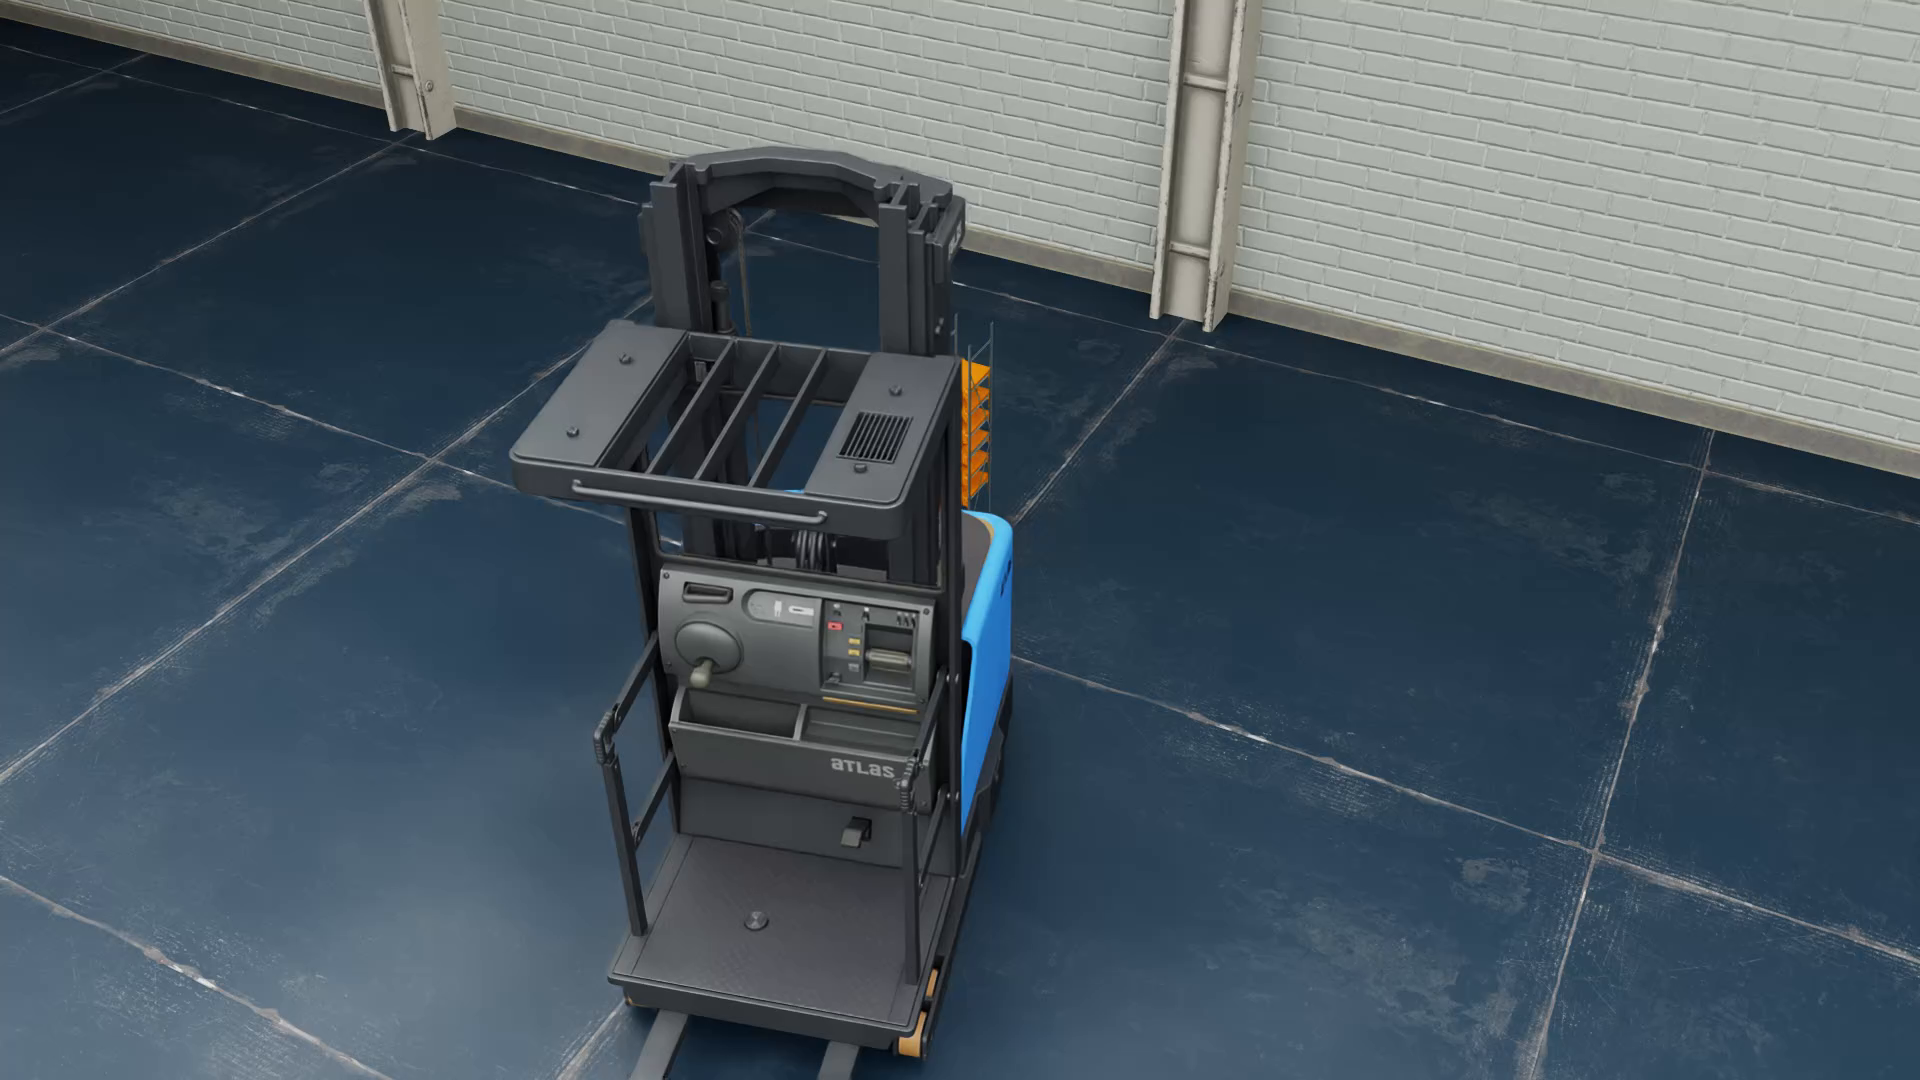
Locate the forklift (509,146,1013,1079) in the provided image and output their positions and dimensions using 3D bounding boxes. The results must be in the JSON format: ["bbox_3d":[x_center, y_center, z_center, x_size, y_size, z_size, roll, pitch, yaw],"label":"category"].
[{"bbox_3d":[-0.587,0.398,5.301,1.130,2.935,3.031,7,38,10],"label":"forklift"}]

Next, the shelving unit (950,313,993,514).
[{"bbox_3d":[0.013,-0.474,7.882,0.189,1.200,0.258,17,41,21],"label":"shelving unit"}]

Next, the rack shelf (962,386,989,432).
[{"bbox_3d":[0.013,-0.630,7.764,0.180,0.103,0.258,17,41,21],"label":"rack shelf"}]

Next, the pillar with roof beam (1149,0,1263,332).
[{"bbox_3d":[-0.594,-2.643,4.290,0.400,9.000,9.100,17,41,21],"label":"pillar with roof beam"}]

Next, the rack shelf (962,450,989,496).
[{"bbox_3d":[0.013,-0.343,7.981,0.180,0.103,0.258,17,41,21],"label":"rack shelf"}]

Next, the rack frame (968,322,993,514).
[{"bbox_3d":[0.094,-0.448,7.848,0.006,1.200,0.240,17,41,21],"label":"rack frame"}]

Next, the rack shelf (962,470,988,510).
[{"bbox_3d":[0.013,-0.247,8.054,0.180,0.103,0.258,17,41,21],"label":"rack shelf"}]

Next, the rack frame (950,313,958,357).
[{"bbox_3d":[-0.068,-0.499,7.915,0.006,1.200,0.240,17,41,21],"label":"rack frame"}]

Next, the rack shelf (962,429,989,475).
[{"bbox_3d":[0.013,-0.438,7.909,0.180,0.103,0.258,17,41,21],"label":"rack shelf"}]

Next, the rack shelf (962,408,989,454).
[{"bbox_3d":[0.013,-0.534,7.836,0.180,0.103,0.258,17,41,21],"label":"rack shelf"}]

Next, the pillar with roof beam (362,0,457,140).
[{"bbox_3d":[-5.922,-4.312,6.487,0.400,9.000,9.100,17,41,21],"label":"pillar with roof beam"}]

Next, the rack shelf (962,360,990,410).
[{"bbox_3d":[0.013,-0.725,7.691,0.180,0.103,0.258,17,41,21],"label":"rack shelf"}]
